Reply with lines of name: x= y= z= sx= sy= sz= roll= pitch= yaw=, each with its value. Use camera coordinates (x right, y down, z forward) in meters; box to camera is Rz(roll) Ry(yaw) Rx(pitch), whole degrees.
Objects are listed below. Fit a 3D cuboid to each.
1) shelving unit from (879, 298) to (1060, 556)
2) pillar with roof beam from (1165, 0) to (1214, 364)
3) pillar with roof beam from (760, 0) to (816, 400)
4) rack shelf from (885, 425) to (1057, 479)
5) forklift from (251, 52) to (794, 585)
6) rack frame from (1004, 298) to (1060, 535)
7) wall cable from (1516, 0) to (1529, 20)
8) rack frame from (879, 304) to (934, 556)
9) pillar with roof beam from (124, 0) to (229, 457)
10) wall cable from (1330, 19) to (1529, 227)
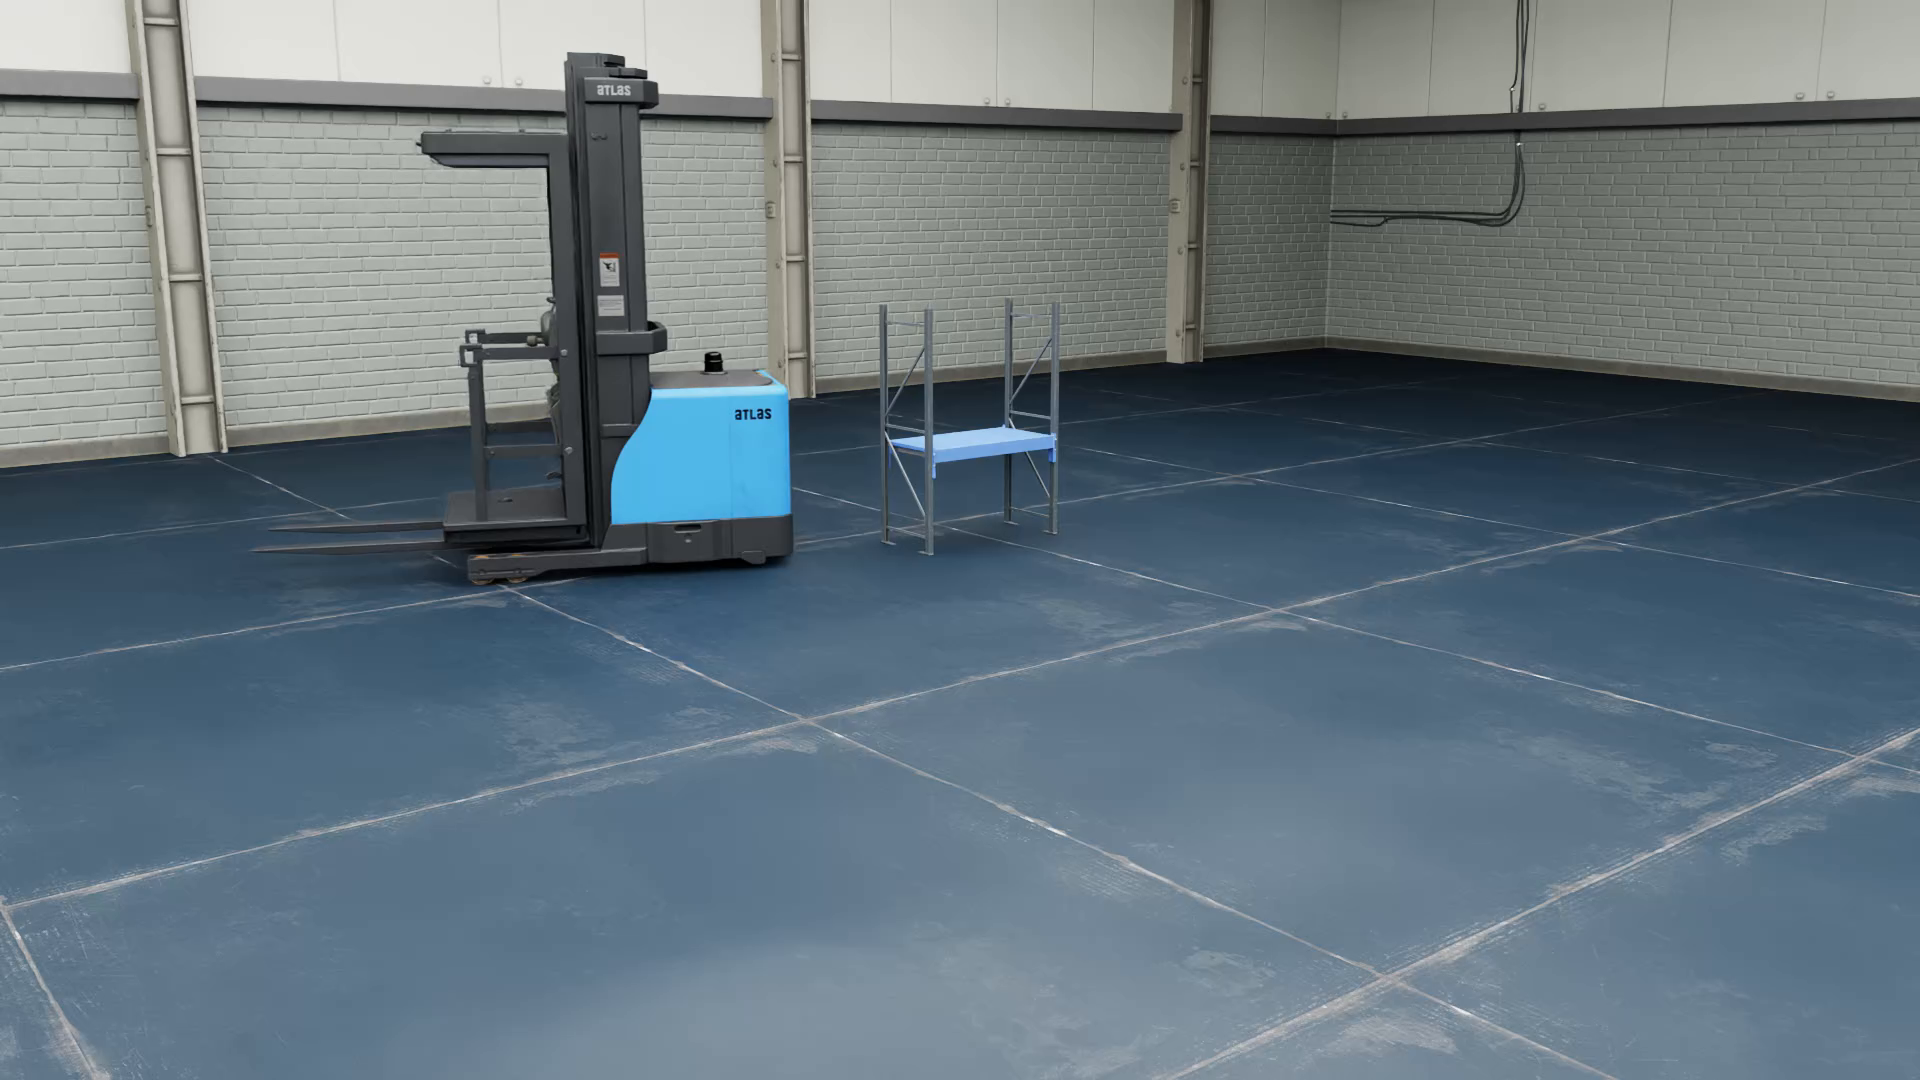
shelving unit: x=0.067 y=-0.745 z=10.525 sx=1.048 sy=1.500 sz=0.538 roll=-9 pitch=15 yaw=-38
pillar with roof beam: x=5.583 y=-6.009 z=17.262 sx=0.400 sy=9.000 sz=9.100 roll=-9 pitch=15 yaw=-38
pillar with roof beam: x=0.898 y=-5.230 z=13.595 sx=0.400 sy=9.000 sz=9.100 roll=-9 pitch=15 yaw=-38
rack shelf: x=0.067 y=-0.569 z=10.562 sx=1.000 sy=0.185 sz=0.538 roll=-9 pitch=15 yaw=-38
forklift: x=-2.568 y=-1.301 z=9.697 sx=3.031 sy=2.935 sz=1.130 roll=-3 pitch=12 yaw=-14
rack frame: x=0.464 y=-0.811 z=10.836 sx=0.032 sy=1.500 sz=0.500 roll=-9 pitch=15 yaw=-38
wall cable: x=7.710 y=-7.388 z=19.072 sx=0.112 sy=2.526 sz=3.097 roll=-9 pitch=15 yaw=-38
rack frame: x=-0.330 y=-0.679 z=10.214 sx=0.032 sy=1.500 sz=0.500 roll=-9 pitch=15 yaw=-38
pillar with roof beam: x=-3.787 y=-4.452 z=9.929 sx=0.400 sy=9.000 sz=9.100 roll=-9 pitch=15 yaw=-38
wall cable: x=6.020 y=-5.356 z=21.663 sx=0.112 sy=2.526 sz=3.097 roll=-9 pitch=15 yaw=-38
